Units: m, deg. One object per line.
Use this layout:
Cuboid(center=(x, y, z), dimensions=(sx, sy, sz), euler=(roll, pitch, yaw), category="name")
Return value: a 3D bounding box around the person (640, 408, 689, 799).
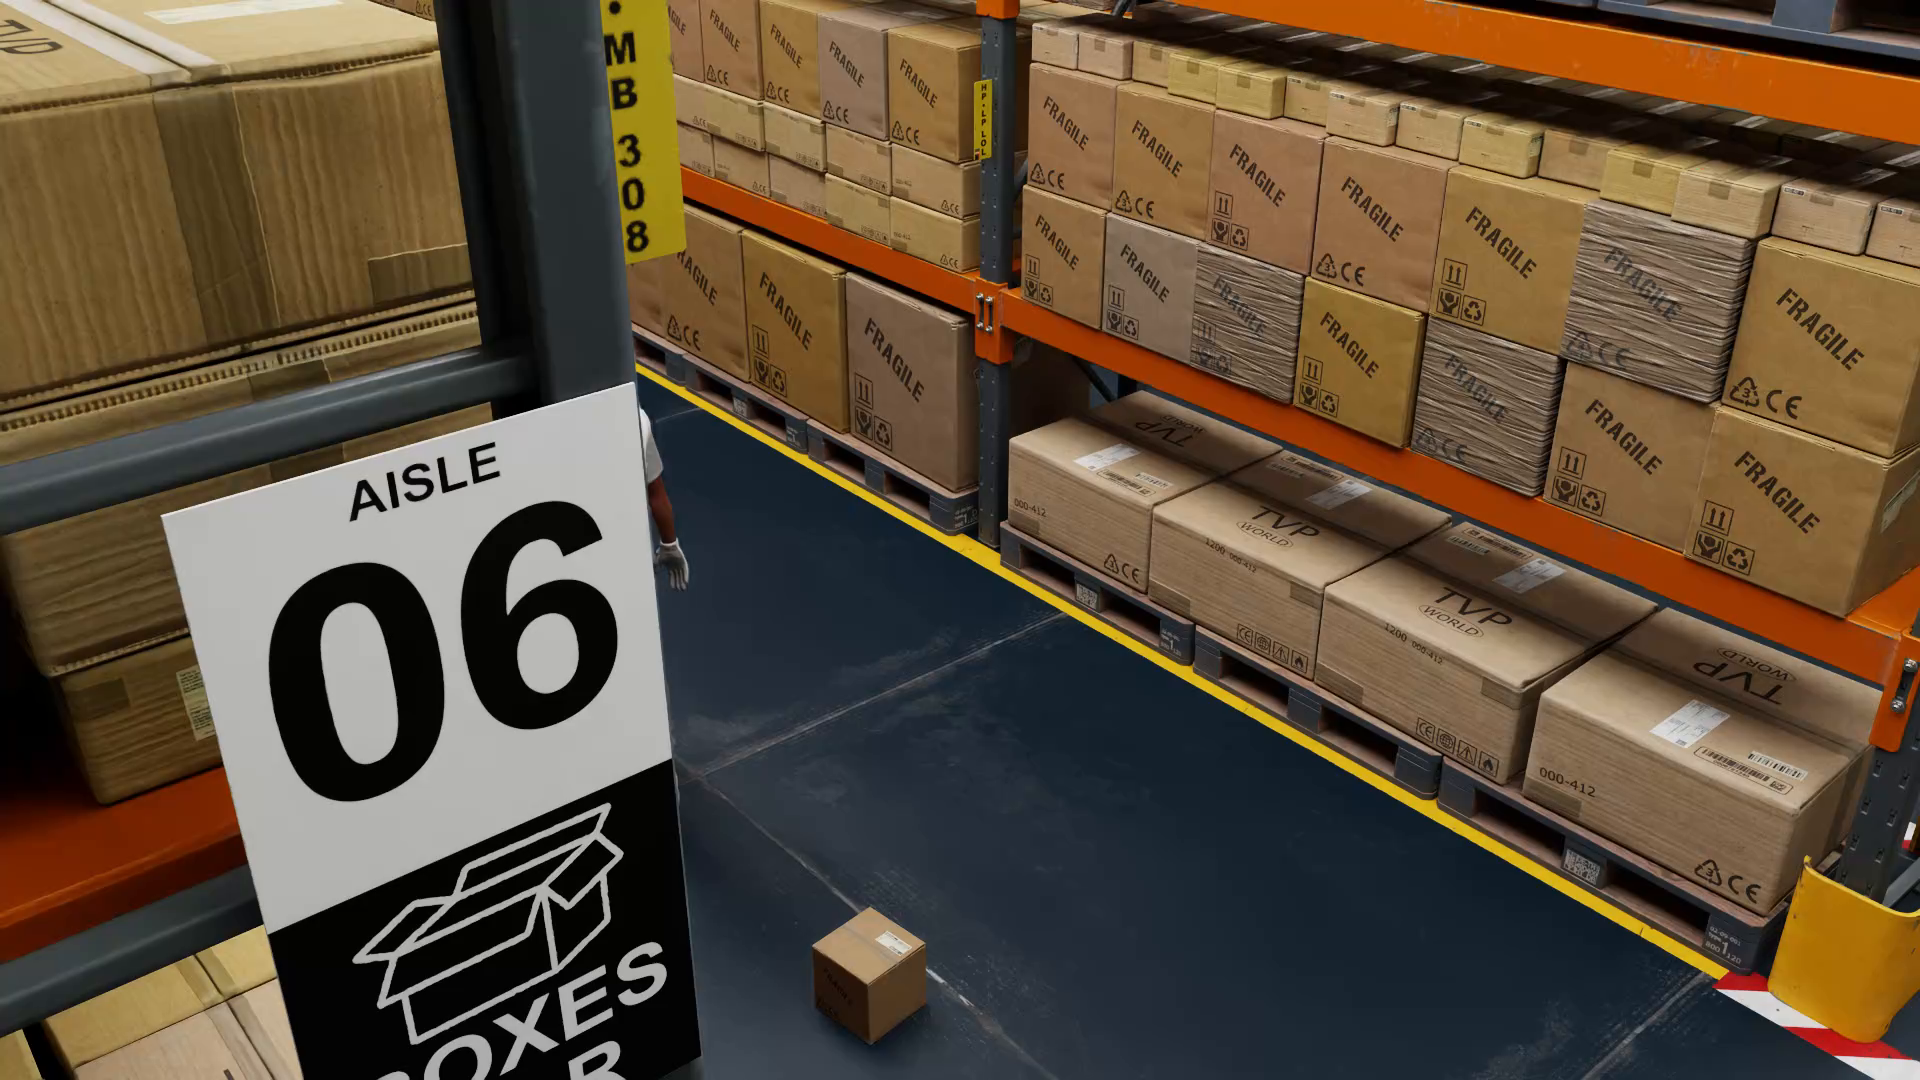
Cuboid(center=(-1.396, 0.050, 5.964), dimensions=(0.970, 1.735, 0.604), euler=(17, 32, 29), category="person")
